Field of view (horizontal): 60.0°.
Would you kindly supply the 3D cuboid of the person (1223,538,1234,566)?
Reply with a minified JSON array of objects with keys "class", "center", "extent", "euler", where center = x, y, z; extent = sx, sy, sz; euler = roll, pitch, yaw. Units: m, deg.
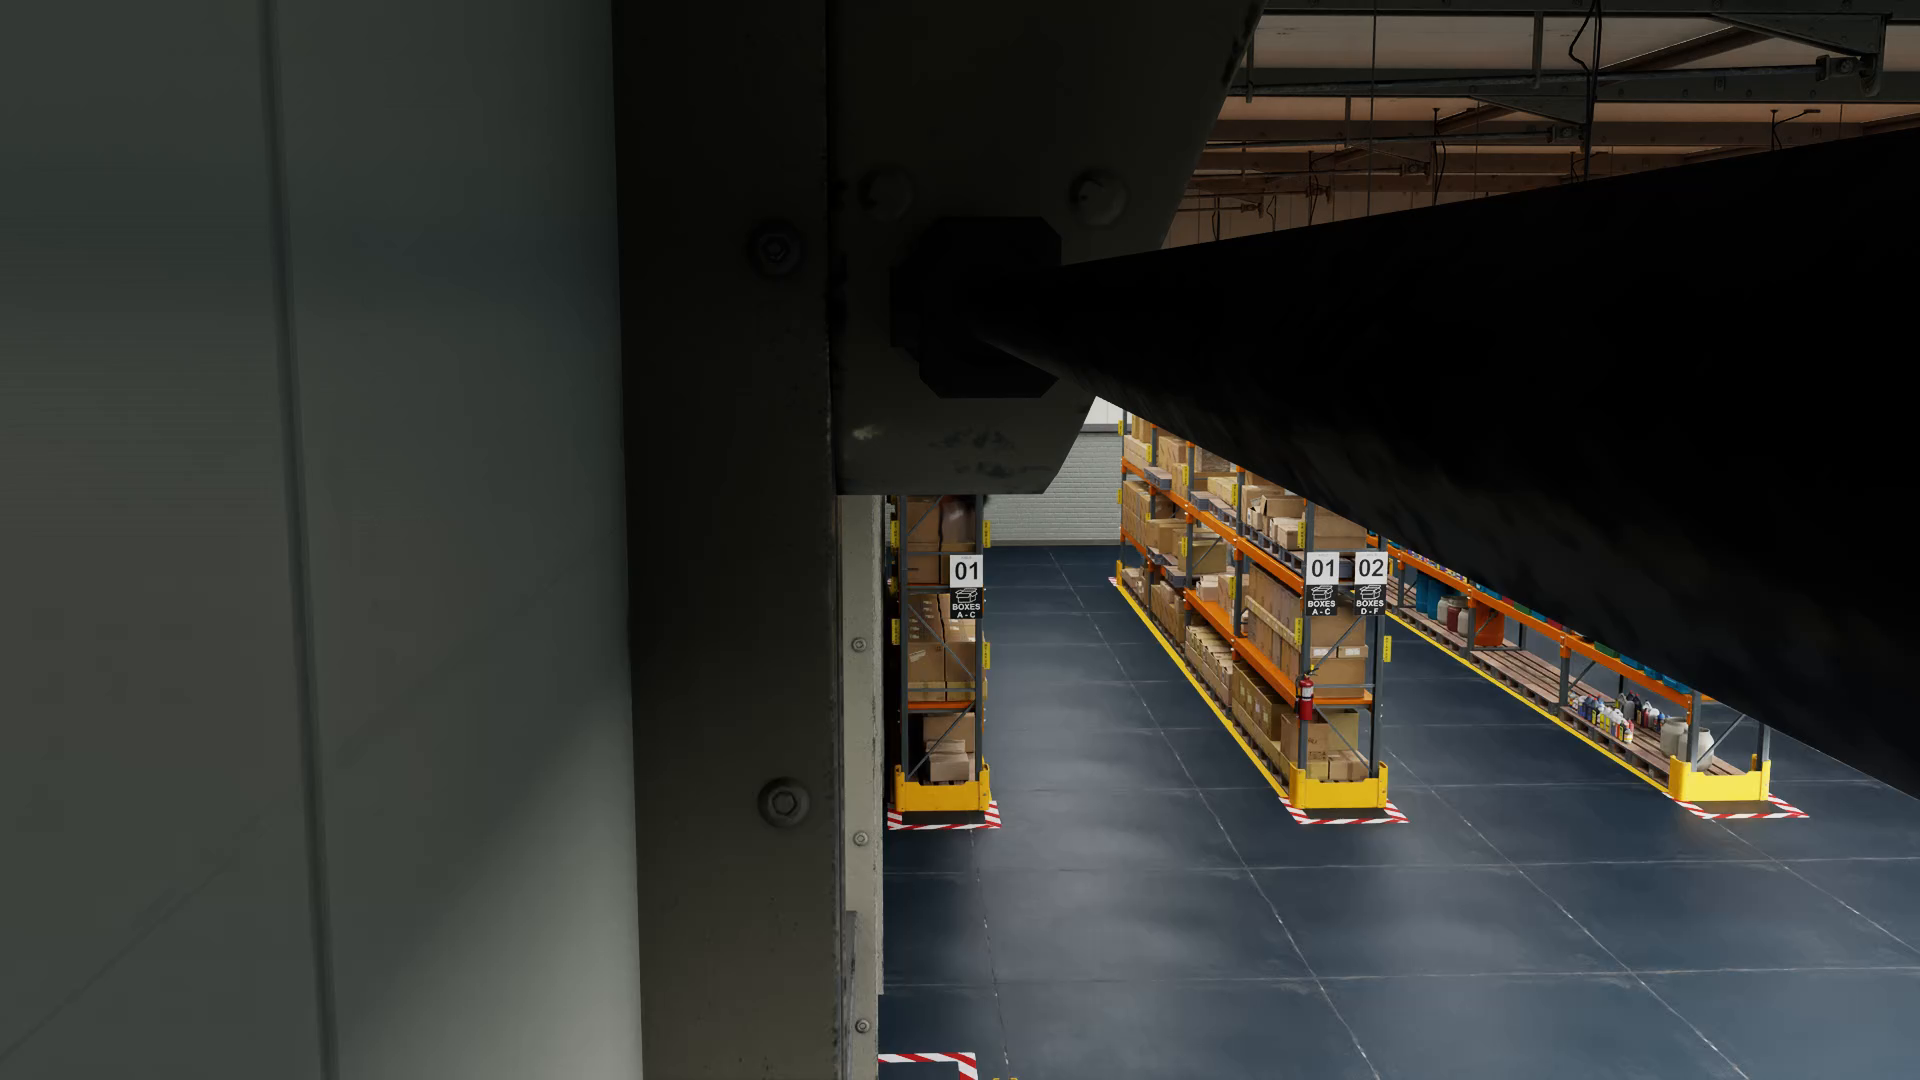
[{"class":"person","center":[5.826,0.145,36.097],"extent":[0.673,1.771,0.772],"euler":[-3,9,-18]}]
